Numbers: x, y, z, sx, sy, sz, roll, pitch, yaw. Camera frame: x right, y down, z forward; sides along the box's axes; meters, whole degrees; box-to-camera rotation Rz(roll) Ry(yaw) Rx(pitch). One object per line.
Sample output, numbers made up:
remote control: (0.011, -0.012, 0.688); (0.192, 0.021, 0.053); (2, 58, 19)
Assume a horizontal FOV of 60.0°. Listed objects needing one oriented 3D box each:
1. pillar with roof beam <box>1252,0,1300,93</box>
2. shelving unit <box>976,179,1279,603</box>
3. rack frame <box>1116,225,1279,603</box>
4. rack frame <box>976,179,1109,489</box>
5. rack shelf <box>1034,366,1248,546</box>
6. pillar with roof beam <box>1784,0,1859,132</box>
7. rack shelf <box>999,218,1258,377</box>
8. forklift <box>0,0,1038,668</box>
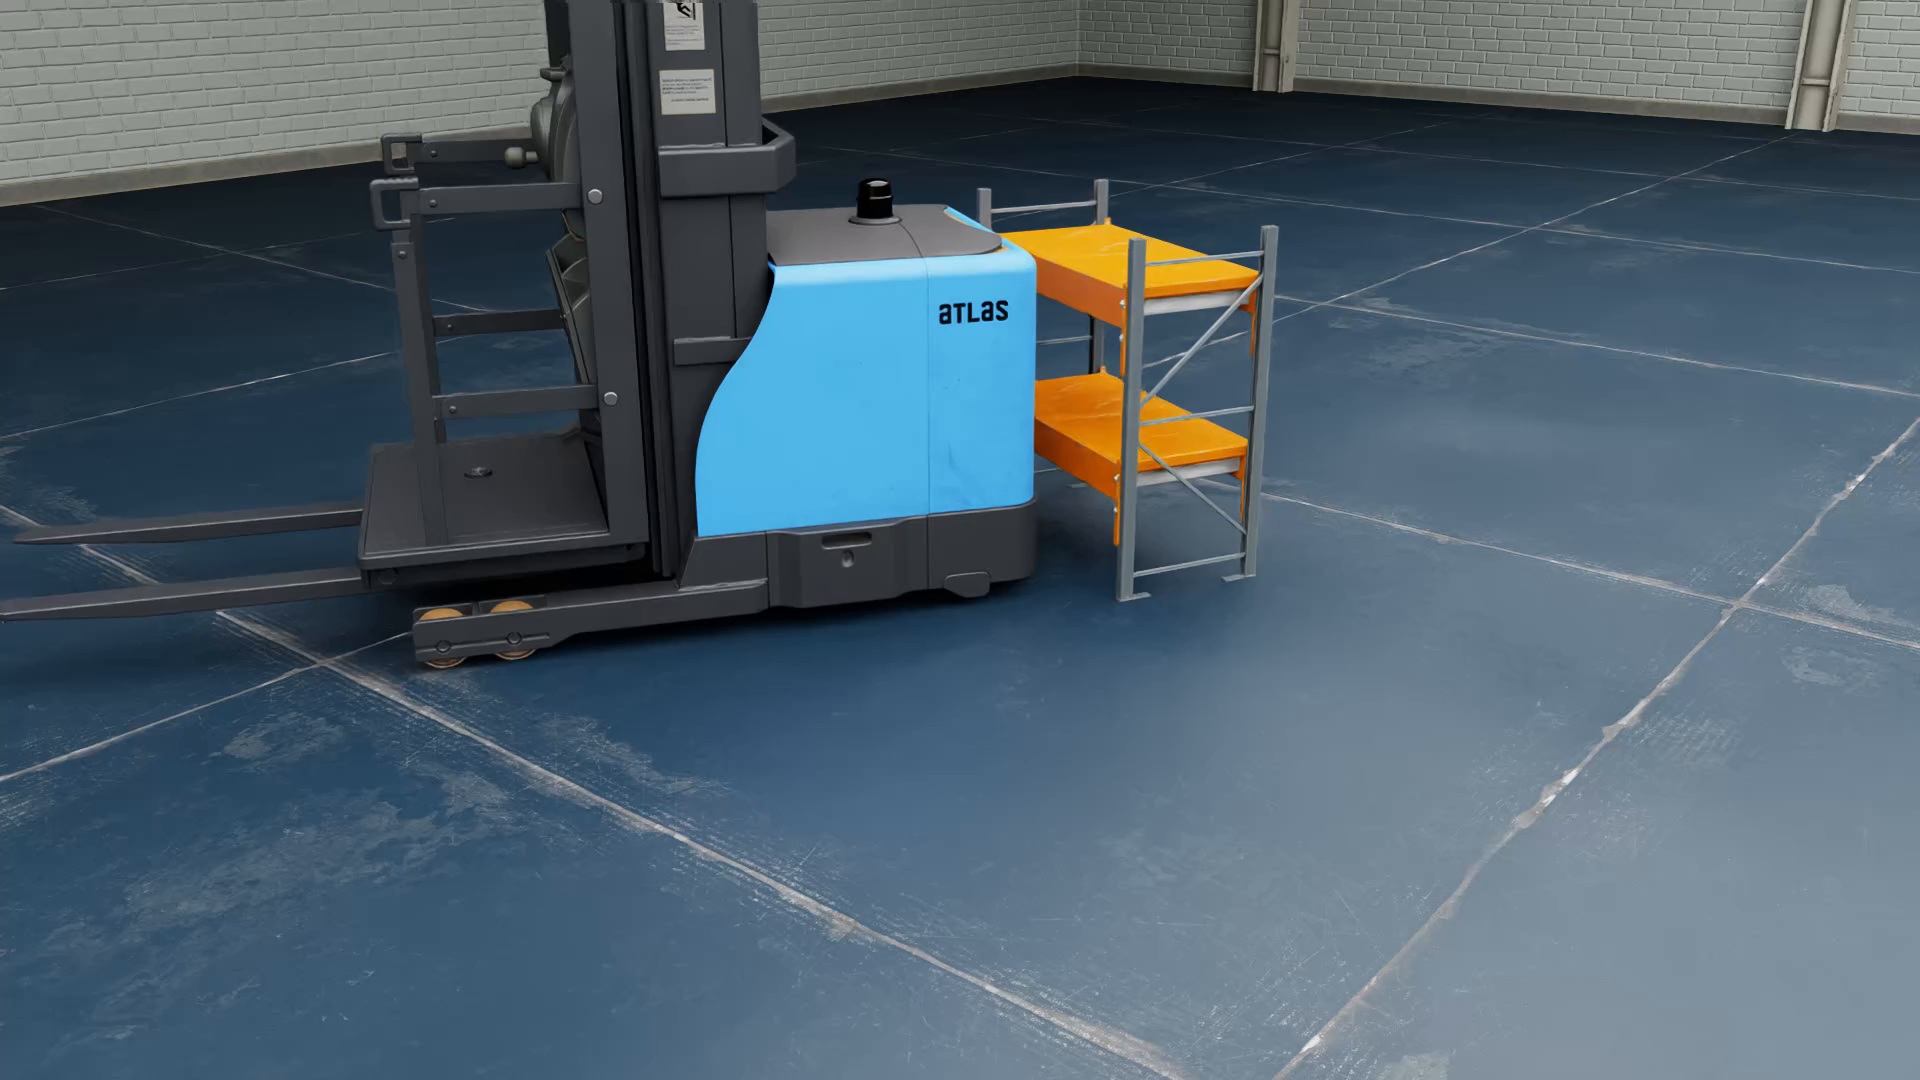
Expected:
pillar with roof beam: (1.047, -8.446, 15.311); (0.400, 9.000, 9.100); (16, 26, 36)
shelving unit: (0.503, -0.537, 5.498); (0.538, 1.125, 1.048); (-9, 23, -23)
rack frame: (0.718, -0.374, 5.067); (0.500, 1.125, 0.032); (-9, 23, -23)
rack frame: (0.288, -0.700, 5.929); (0.500, 1.125, 0.032); (-9, 23, -23)
rack shelf: (0.503, -0.308, 5.584); (0.538, 0.278, 1.000); (-9, 23, -23)
pillar with roof beam: (5.695, -7.107, 11.761); (0.400, 9.000, 9.100); (16, 26, 36)
rack shelf: (0.503, -0.811, 5.395); (0.538, 0.278, 1.000); (-9, 23, -23)
forklift: (-1.335, -1.216, 4.740); (3.031, 2.935, 1.130); (-6, 21, -15)
